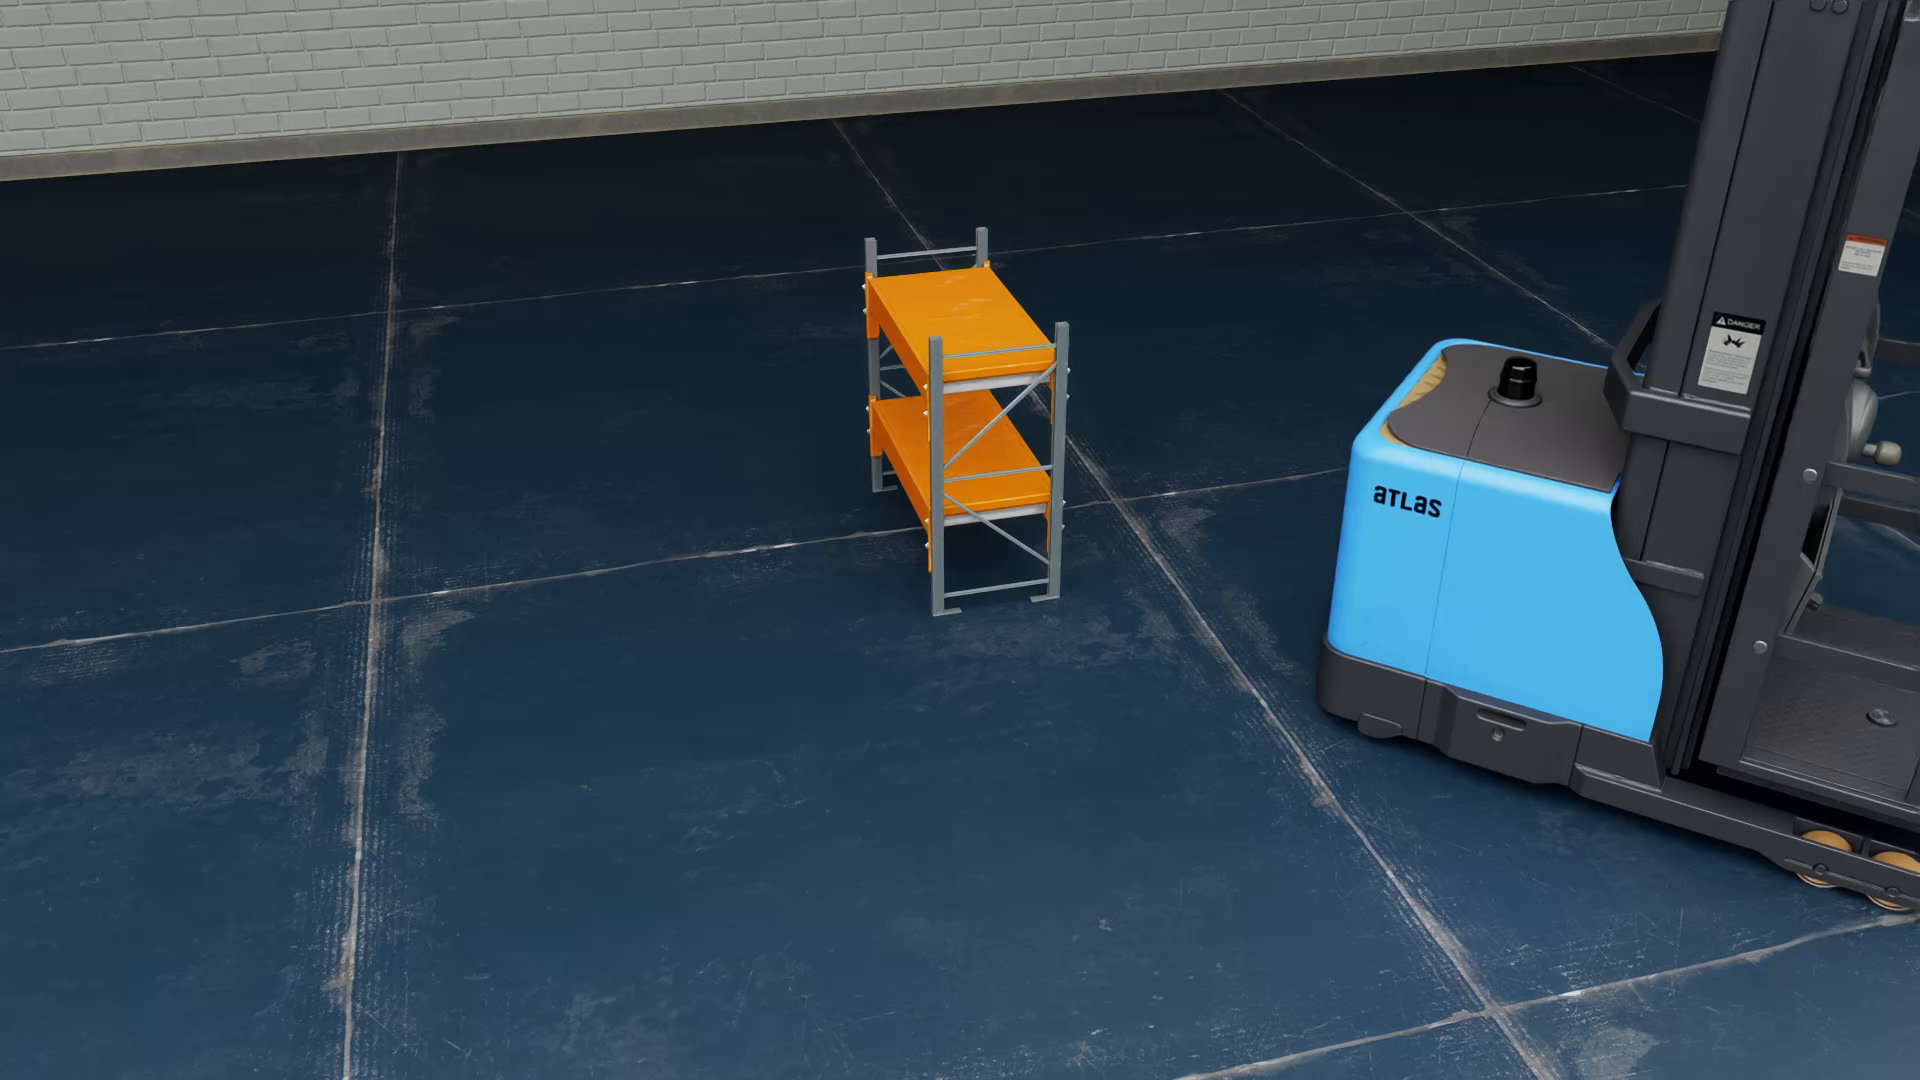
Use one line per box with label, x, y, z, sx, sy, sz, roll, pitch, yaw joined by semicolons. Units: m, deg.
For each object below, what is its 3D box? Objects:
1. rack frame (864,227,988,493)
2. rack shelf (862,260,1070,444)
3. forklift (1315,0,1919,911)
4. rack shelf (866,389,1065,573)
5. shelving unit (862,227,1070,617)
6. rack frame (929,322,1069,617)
rack frame;-0.133;-0.729;6.887;0.500;1.125;0.032;-8;31;-13
rack shelf;0.002;-0.737;6.316;0.538;0.278;1.000;-8;31;-13
forklift;2.745;-0.489;4.669;3.031;2.935;1.130;16;34;26
rack shelf;0.002;-0.272;6.585;0.538;0.278;1.000;-8;31;-13
shelving unit;0.002;-0.484;6.463;0.538;1.125;1.048;-8;31;-13
rack frame;0.137;-0.238;6.038;0.500;1.125;0.032;-8;31;-13
